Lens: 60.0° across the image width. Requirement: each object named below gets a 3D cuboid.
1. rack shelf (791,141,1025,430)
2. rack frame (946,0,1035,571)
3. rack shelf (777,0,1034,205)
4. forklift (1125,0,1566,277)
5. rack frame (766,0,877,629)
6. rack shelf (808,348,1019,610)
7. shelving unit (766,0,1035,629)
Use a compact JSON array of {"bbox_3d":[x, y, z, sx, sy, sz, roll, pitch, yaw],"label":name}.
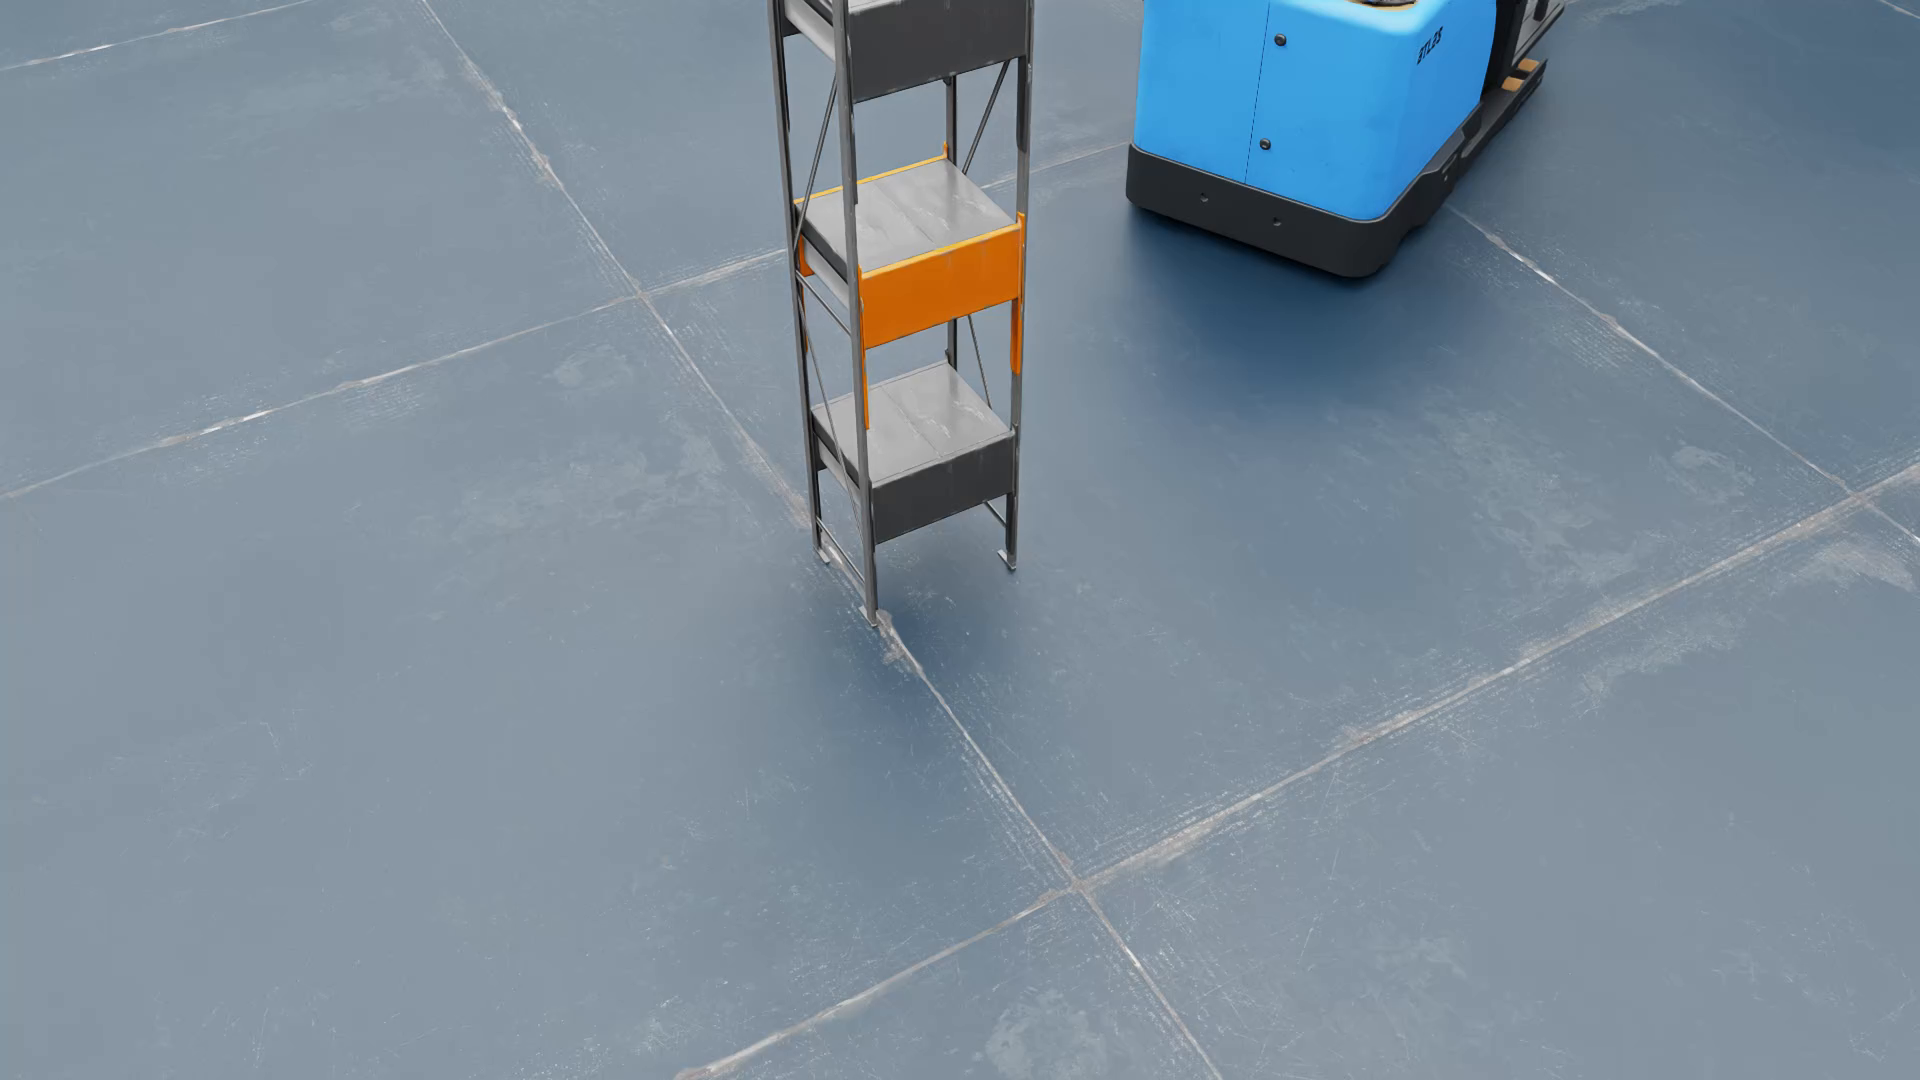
[{"bbox_3d":[-0.144,-0.686,4.469,0.480,0.518,0.431,-22,48,-21],"label":"rack shelf"},{"bbox_3d":[0.068,-0.781,4.547,0.015,2.100,0.400,-22,48,-21],"label":"rack frame"},{"bbox_3d":[-0.144,-1.189,3.982,0.480,0.518,0.431,-22,48,-21],"label":"rack shelf"},{"bbox_3d":[1.879,-3.023,6.260,1.130,2.935,3.031,24,49,23],"label":"forklift"},{"bbox_3d":[-0.355,-0.611,4.372,0.015,2.100,0.400,-22,48,-21],"label":"rack frame"},{"bbox_3d":[-0.144,-0.184,4.957,0.480,0.518,0.431,-22,48,-21],"label":"rack shelf"},{"bbox_3d":[-0.144,-0.696,4.460,0.503,2.100,0.431,-22,48,-21],"label":"shelving unit"}]
